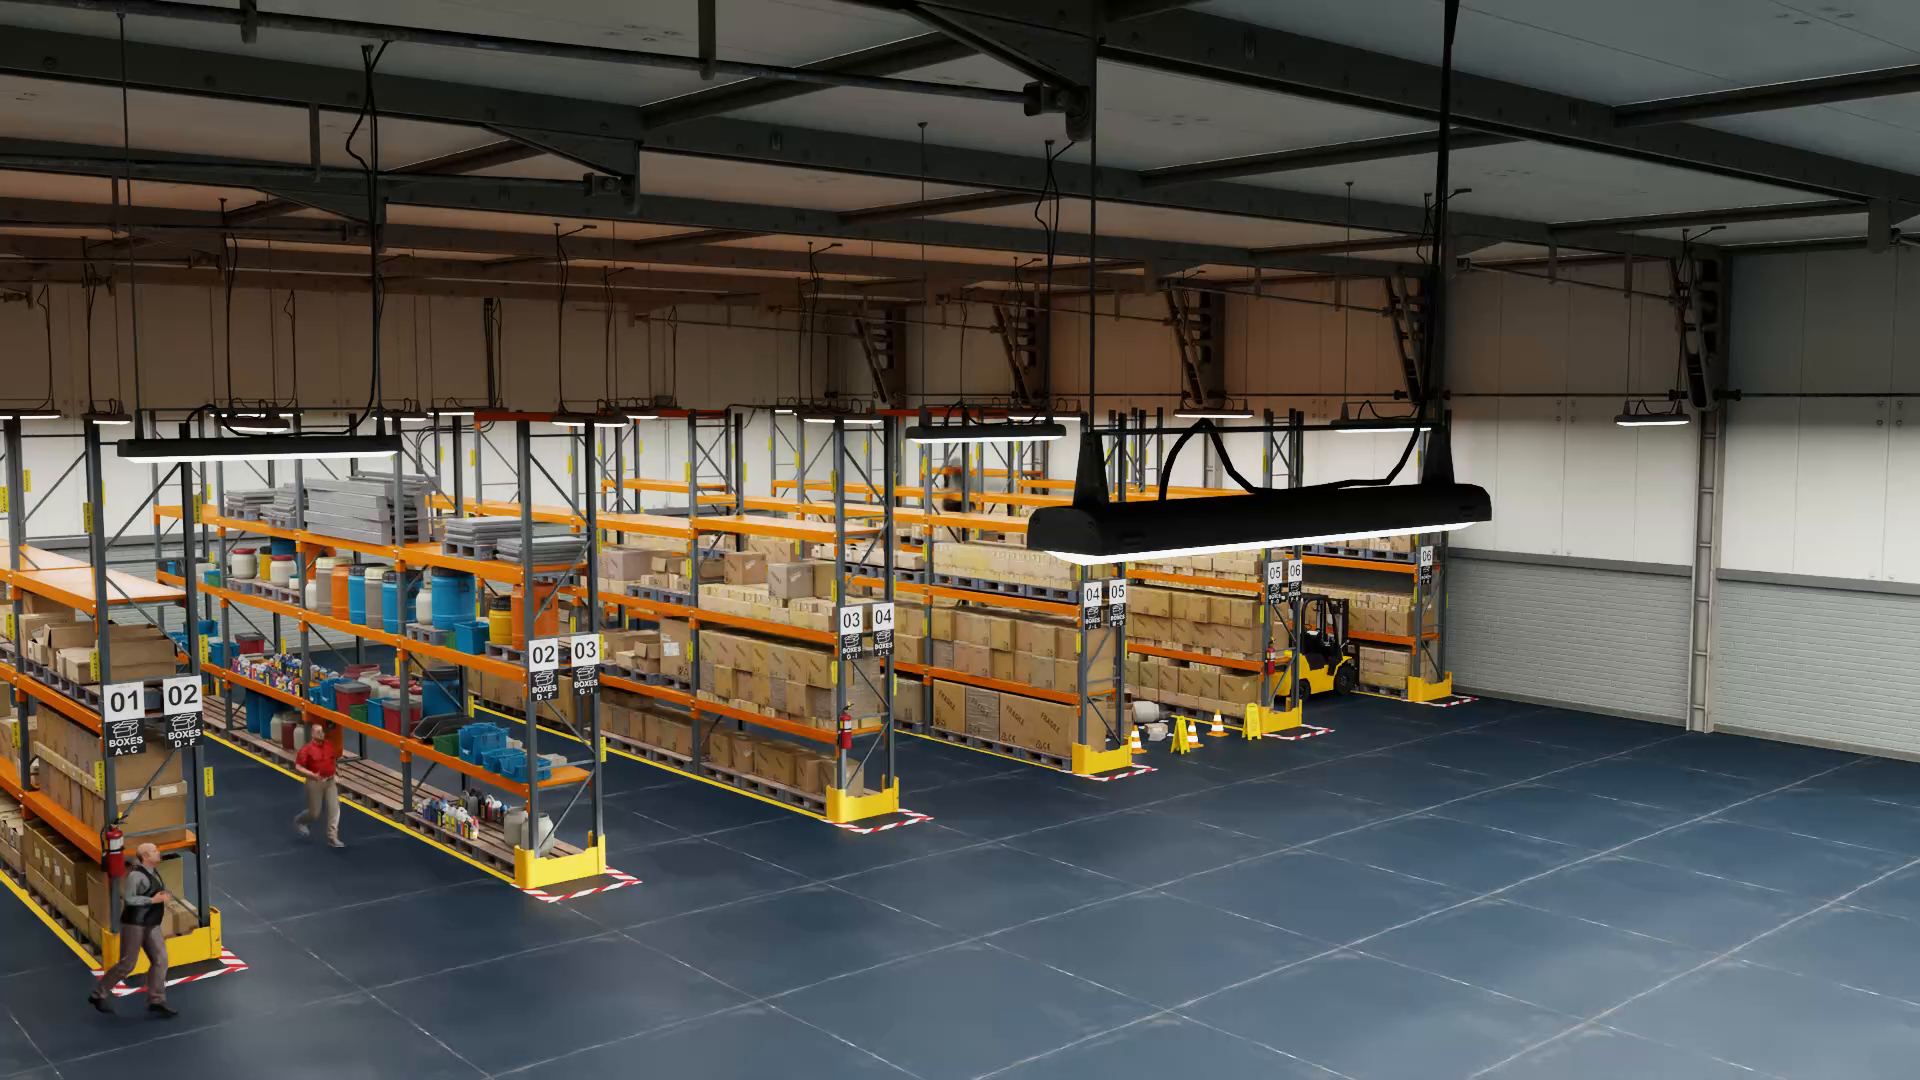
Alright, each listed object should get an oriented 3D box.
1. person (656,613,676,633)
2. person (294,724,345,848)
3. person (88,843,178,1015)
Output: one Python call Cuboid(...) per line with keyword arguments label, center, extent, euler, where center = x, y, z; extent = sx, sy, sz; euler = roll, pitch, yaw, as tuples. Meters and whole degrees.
Cuboid(label="person", center=(-6.063, 2.380, 34.956), extent=(0.669, 1.765, 0.914), euler=(-3, 6, -34))
Cuboid(label="person", center=(-8.988, 3.431, 23.319), extent=(0.919, 1.716, 0.673), euler=(4, 6, 35))
Cuboid(label="person", center=(-8.414, 3.980, 17.106), extent=(0.886, 1.715, 0.678), euler=(0, 5, 2))
